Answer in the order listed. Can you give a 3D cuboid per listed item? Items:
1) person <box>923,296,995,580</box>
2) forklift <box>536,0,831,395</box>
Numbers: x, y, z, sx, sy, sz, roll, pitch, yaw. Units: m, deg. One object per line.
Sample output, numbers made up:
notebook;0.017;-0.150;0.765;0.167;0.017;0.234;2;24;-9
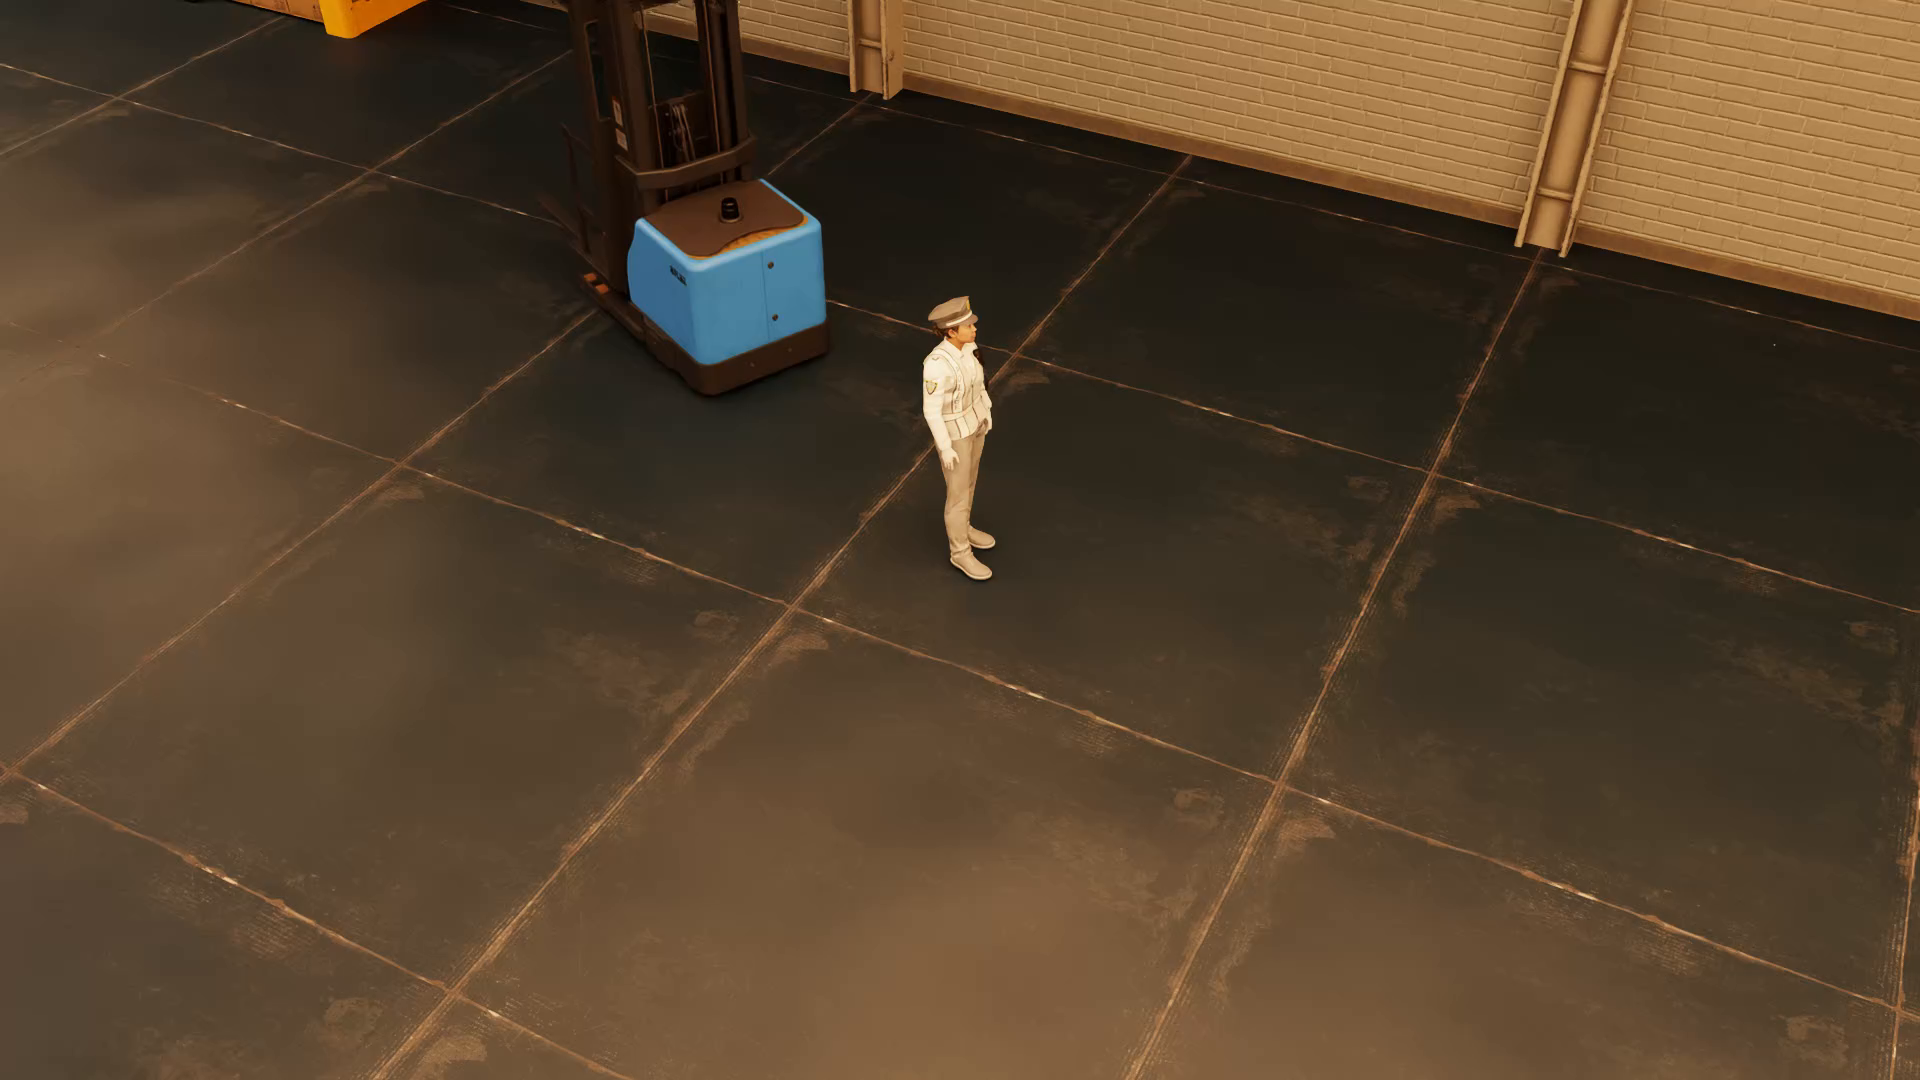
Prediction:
person;0.058;-0.630;9.683;0.531;1.695;0.587;18;43;21
forklift;-2.189;-3.012;11.563;1.130;2.935;3.031;-25;46;-27
